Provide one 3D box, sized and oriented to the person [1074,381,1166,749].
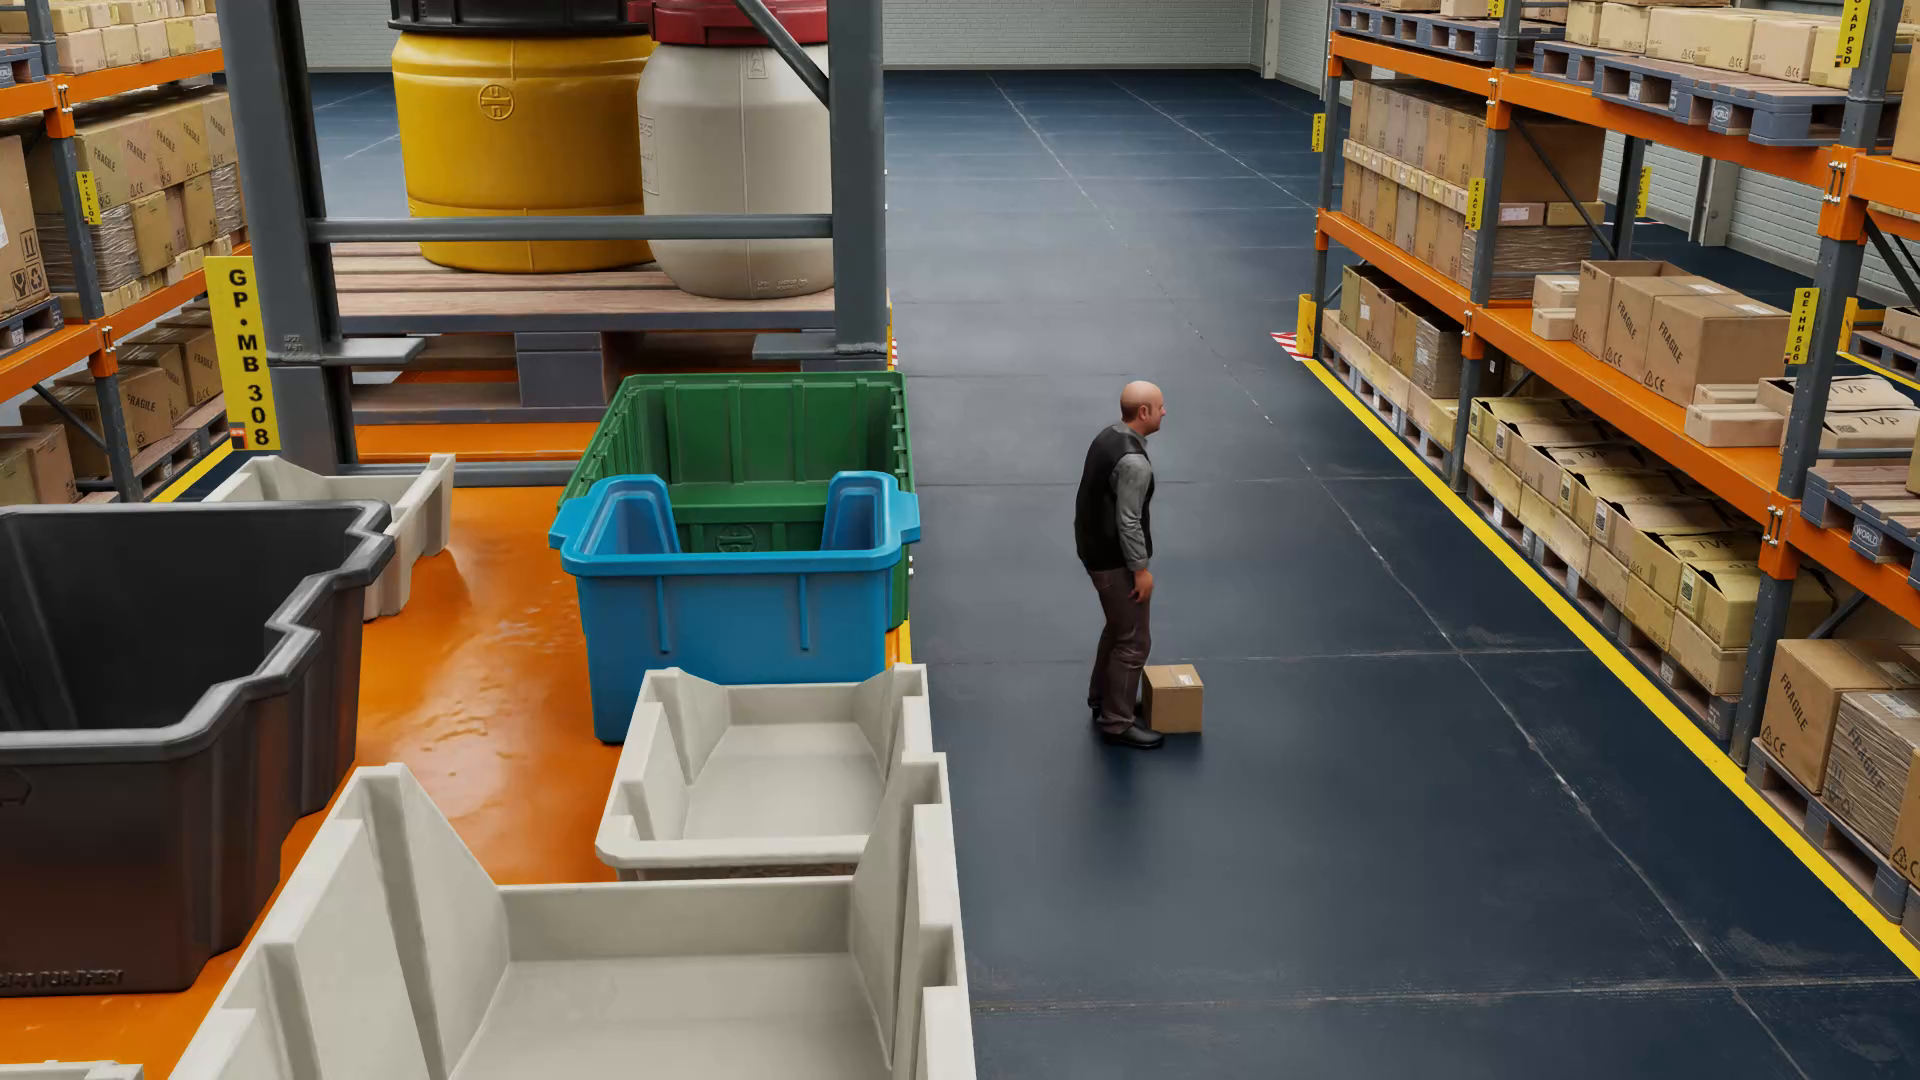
[{"bbox_3d":[0.752,0.094,7.857,0.420,1.720,0.591,-2,20,-6],"label":"person"}]
